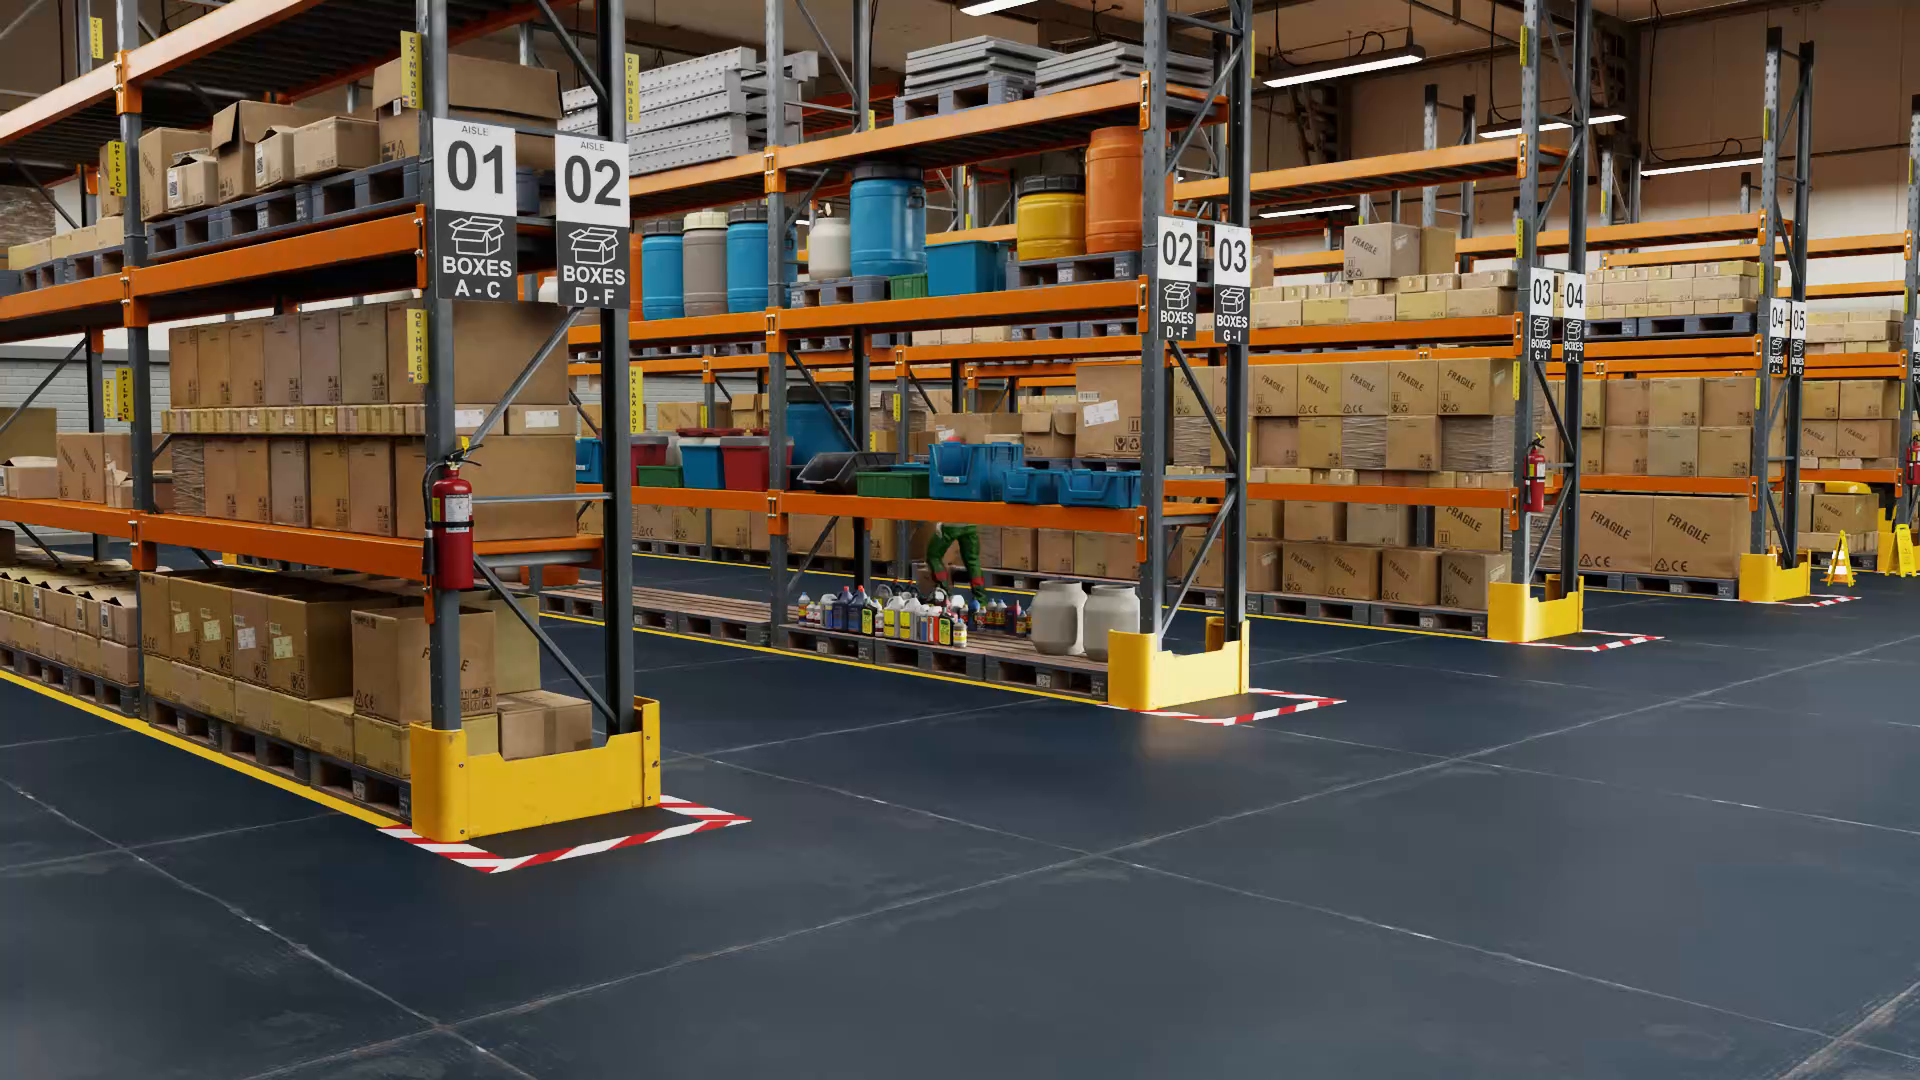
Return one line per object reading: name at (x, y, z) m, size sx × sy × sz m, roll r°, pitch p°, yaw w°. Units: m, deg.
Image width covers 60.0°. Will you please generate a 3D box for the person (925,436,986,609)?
person at (-0.062, -0.150, 16.512) m, size 0.686 × 1.752 × 0.702 m, roll -3°, pitch 5°, yaw -40°
